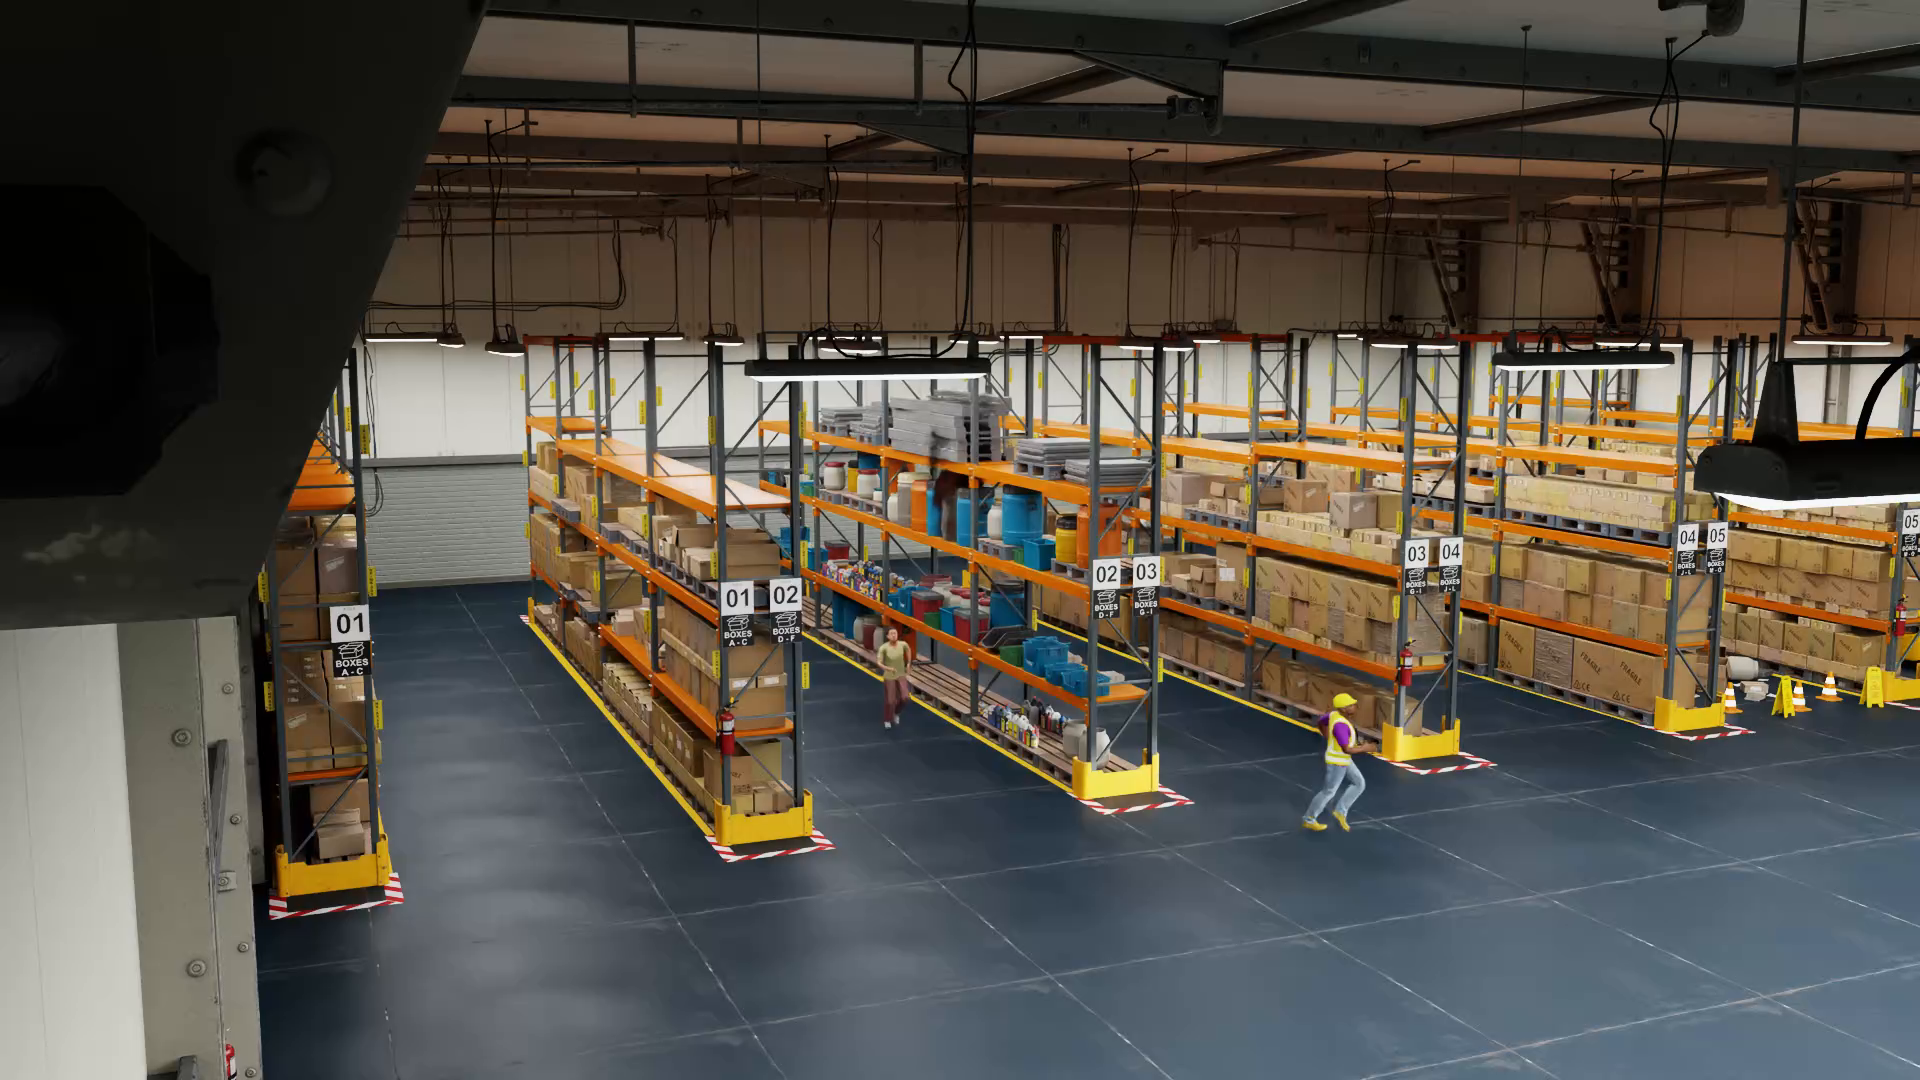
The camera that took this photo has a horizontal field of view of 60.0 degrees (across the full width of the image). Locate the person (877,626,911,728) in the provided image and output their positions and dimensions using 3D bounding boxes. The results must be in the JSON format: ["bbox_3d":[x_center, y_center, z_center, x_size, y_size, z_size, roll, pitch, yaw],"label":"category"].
[{"bbox_3d":[-0.996,2.121,25.580,0.596,1.622,0.716,-2,8,-17],"label":"person"}]

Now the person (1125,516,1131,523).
[{"bbox_3d":[4.172,0.085,41.049,0.604,1.571,0.850,5,9,32],"label":"person"}]

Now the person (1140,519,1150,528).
[{"bbox_3d":[4.414,-0.073,41.562,1.025,1.716,0.762,-1,8,-4],"label":"person"}]

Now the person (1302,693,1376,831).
[{"bbox_3d":[4.676,2.741,20.496,0.859,1.759,0.712,2,8,13],"label":"person"}]
